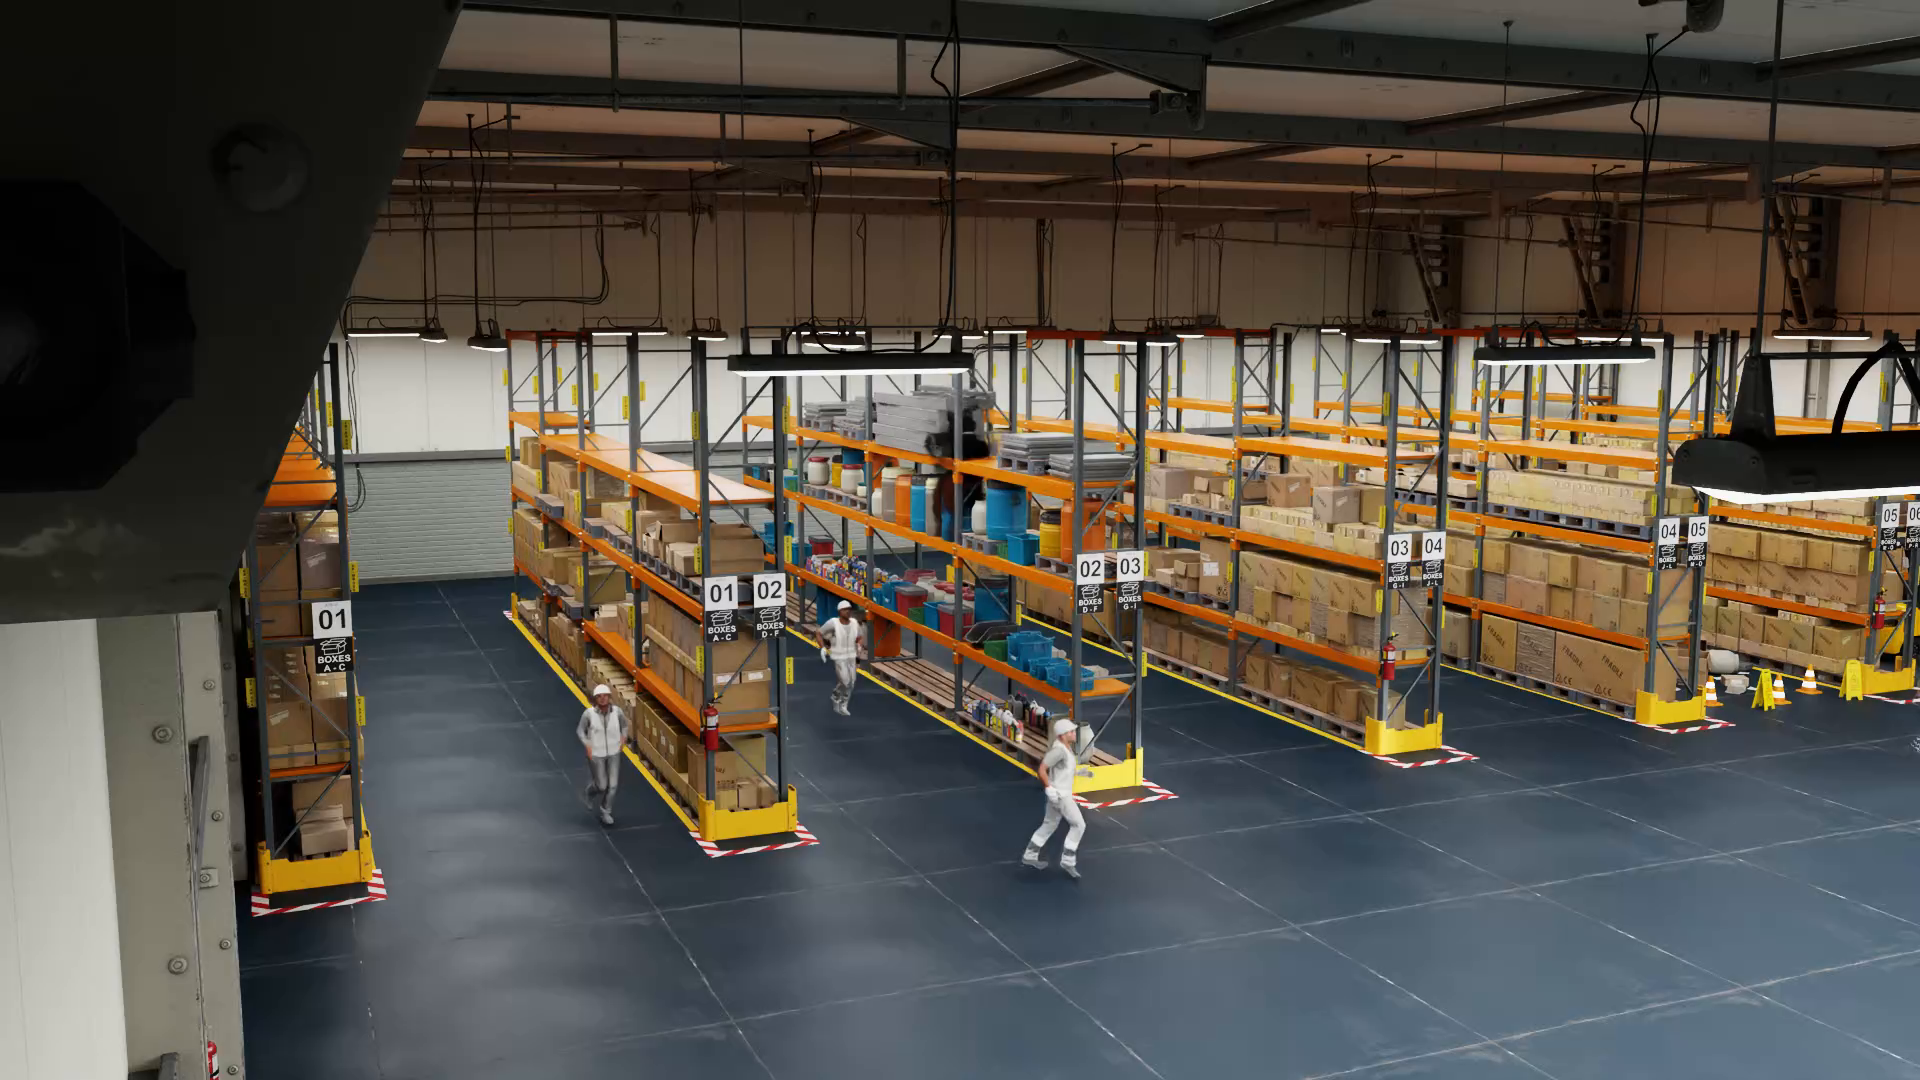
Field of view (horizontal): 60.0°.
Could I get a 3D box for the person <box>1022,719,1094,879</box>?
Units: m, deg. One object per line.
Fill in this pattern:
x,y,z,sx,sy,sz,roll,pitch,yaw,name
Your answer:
1.108,2.914,18.776,0.815,1.838,0.641,0,8,3,person

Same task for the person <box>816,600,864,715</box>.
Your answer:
-1.729,1.785,24.983,0.697,1.753,0.596,-5,9,-33,person

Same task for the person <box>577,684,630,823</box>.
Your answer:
-4.439,2.660,20.813,0.656,1.744,0.616,-3,9,-24,person
